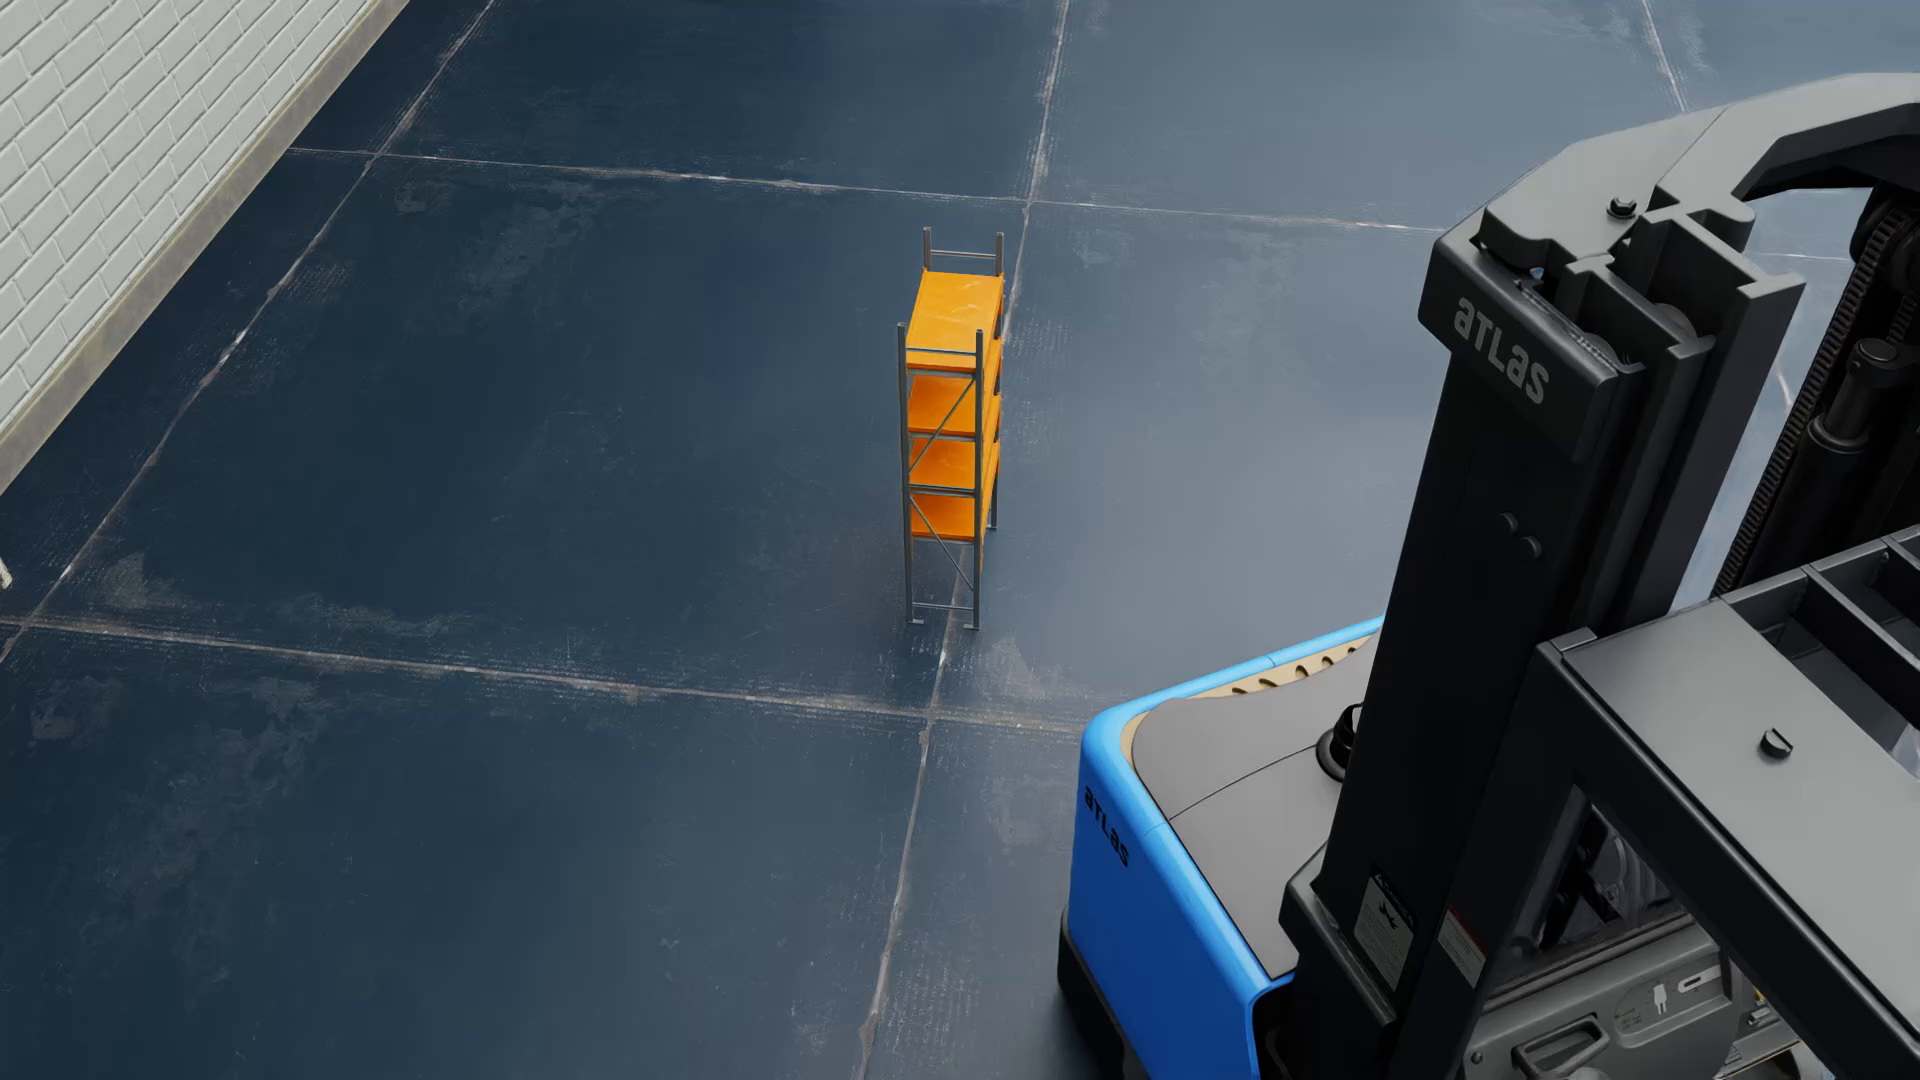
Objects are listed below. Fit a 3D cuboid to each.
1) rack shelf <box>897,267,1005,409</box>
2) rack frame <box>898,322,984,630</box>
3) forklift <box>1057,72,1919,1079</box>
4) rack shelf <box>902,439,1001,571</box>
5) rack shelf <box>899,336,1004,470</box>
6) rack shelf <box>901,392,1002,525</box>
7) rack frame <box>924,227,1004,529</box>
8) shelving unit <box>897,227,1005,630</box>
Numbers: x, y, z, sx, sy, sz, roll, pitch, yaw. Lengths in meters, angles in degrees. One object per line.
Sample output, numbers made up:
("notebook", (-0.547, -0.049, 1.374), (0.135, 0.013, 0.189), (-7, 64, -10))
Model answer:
("rack shelf", (-0.022, -0.608, 4.948), (0.258, 0.148, 0.480), (5, 44, 6))
("rack frame", (-0.054, -0.157, 5.043), (0.240, 1.200, 0.015), (5, 44, 6))
("forklift", (1.310, 0.916, 2.651), (1.130, 2.935, 3.031), (-17, 46, -17))
("rack shelf", (-0.022, -0.130, 5.401), (0.258, 0.148, 0.480), (5, 44, 6))
("rack shelf", (-0.022, -0.436, 5.111), (0.258, 0.148, 0.480), (5, 44, 6))
("rack shelf", (-0.022, -0.274, 5.265), (0.258, 0.148, 0.480), (5, 44, 6))
("rack frame", (0.010, -0.489, 5.394), (0.240, 1.200, 0.015), (5, 44, 6))
("shelving unit", (-0.022, -0.323, 5.218), (0.258, 1.200, 0.503), (5, 44, 6))
